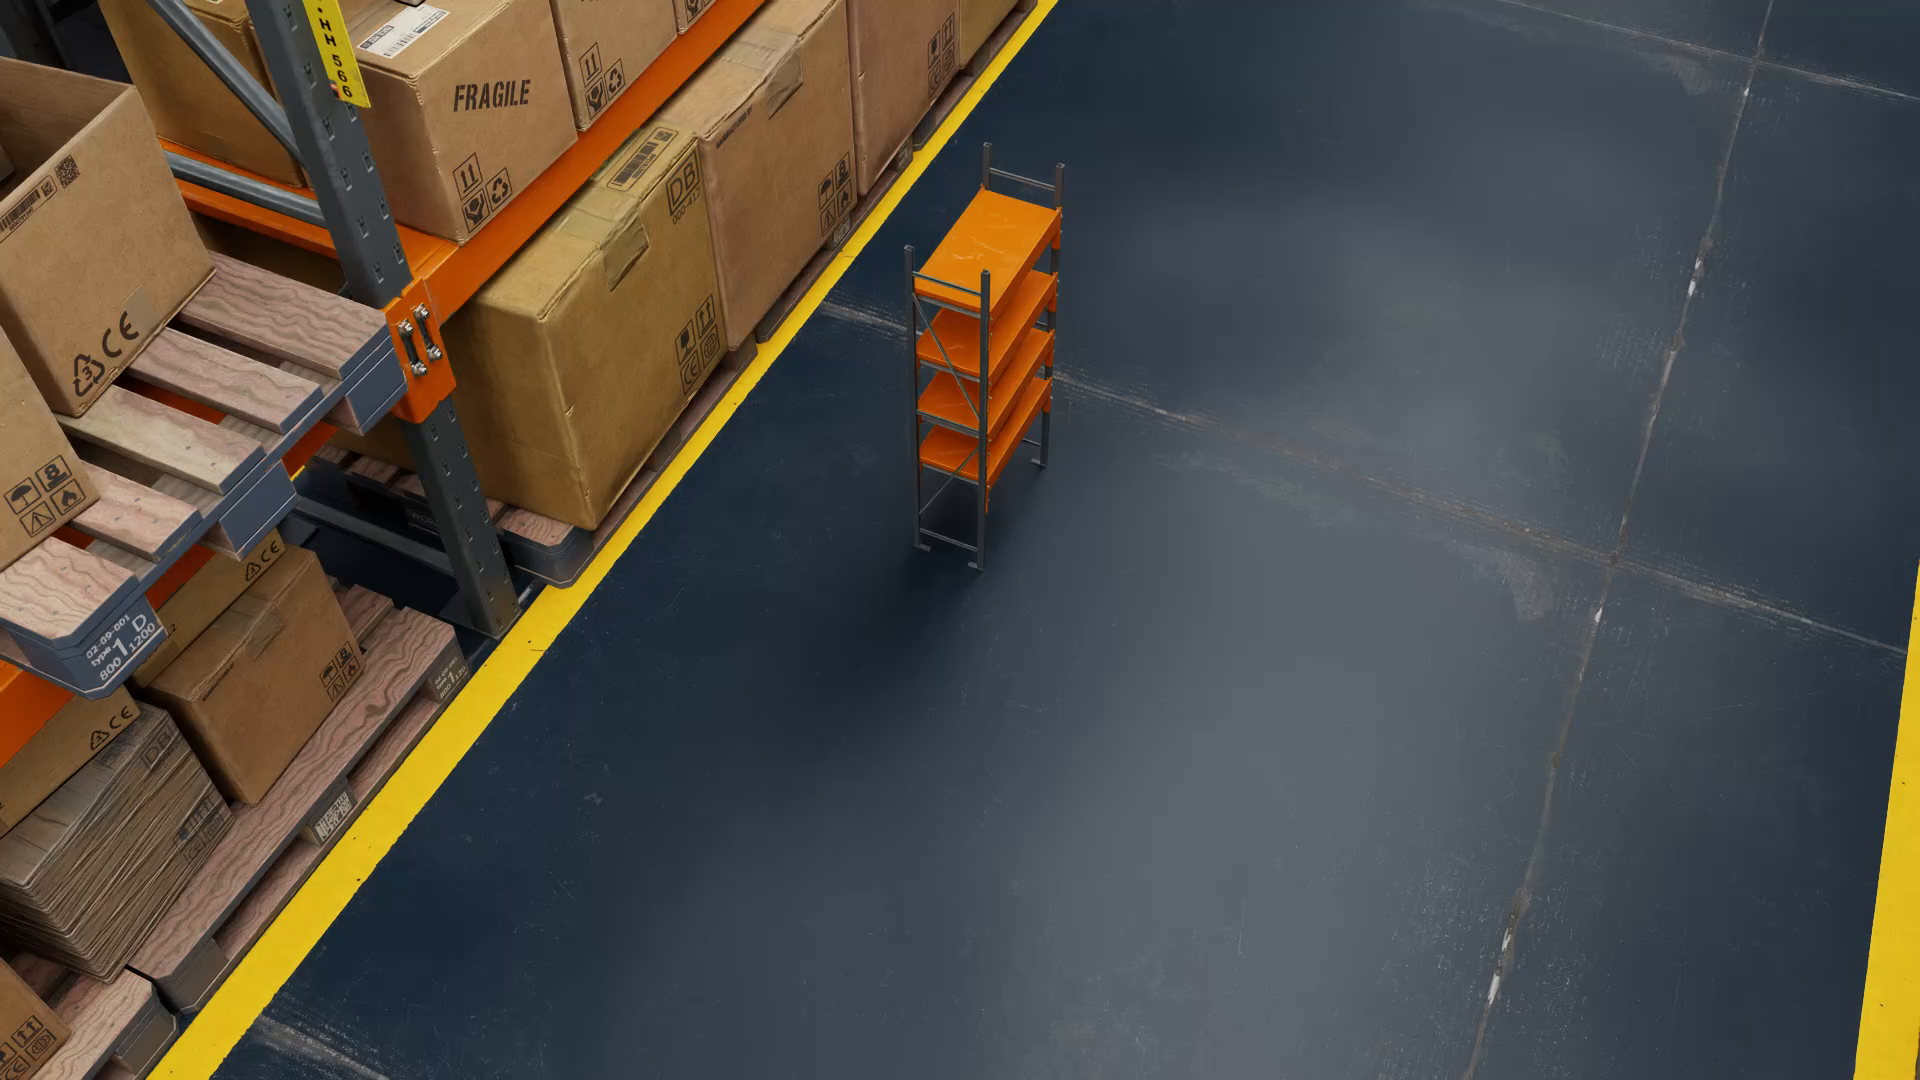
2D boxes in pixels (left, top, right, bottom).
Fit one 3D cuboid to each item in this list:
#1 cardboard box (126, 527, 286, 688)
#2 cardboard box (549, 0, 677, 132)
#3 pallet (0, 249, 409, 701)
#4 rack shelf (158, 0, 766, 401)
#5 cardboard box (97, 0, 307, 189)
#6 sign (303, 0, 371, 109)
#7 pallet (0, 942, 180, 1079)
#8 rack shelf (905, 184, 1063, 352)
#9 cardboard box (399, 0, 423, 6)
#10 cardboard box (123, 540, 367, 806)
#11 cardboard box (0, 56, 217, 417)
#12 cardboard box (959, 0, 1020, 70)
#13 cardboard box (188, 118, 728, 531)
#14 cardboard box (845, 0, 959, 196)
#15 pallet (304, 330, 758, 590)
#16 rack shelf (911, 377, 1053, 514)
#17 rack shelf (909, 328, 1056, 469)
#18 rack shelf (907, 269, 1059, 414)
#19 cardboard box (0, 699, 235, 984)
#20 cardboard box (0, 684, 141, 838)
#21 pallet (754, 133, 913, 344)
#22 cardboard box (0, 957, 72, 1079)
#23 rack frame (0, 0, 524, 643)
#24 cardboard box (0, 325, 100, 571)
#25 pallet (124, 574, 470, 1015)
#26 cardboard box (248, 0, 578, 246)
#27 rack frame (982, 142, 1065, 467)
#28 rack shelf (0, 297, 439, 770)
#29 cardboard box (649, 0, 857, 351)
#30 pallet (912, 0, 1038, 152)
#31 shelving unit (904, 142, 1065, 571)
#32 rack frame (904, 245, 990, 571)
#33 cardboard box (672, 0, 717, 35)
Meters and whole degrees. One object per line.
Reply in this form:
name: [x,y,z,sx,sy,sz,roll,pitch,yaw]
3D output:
cardboard box: [-2.066,0.026,4.119,0.500,0.250,0.500,22,53,18]
cardboard box: [-1.135,-1.505,4.495,0.500,0.500,0.500,19,52,15]
pallet: [-2.015,-0.283,3.647,1.213,0.211,1.003,20,52,16]
rack shelf: [-0.953,-2.014,5.467,1.077,0.370,4.000,20,52,16]
cardboard box: [-1.820,-1.323,4.340,0.500,0.500,0.500,21,53,17]
sign: [-1.313,-1.050,3.465,0.100,0.325,0.005,20,52,16]
pallet: [-2.665,1.408,3.913,1.003,0.211,1.213,20,52,16]
rack shelf: [0.071,-0.757,4.591,0.258,0.148,0.480,20,52,16]
cardboard box: [-1.480,-1.726,4.025,0.797,0.503,0.637,21,53,17]
cardboard box: [-2.075,0.265,4.407,0.700,0.500,0.500,17,52,14]
cardboard box: [-2.002,-0.654,3.495,0.500,0.500,0.500,14,51,12]
cardboard box: [-0.354,-2.625,6.633,1.225,0.875,0.875,20,52,16]
cardboard box: [-1.494,-0.786,5.069,1.225,0.875,0.875,18,52,14]
cardboard box: [-0.735,-2.009,6.109,1.225,0.875,0.875,18,52,15]
pallet: [-1.402,-0.485,5.524,1.003,0.211,1.213,20,52,16]
rack shelf: [0.071,-0.331,5.092,0.258,0.148,0.480,20,52,16]
rack shelf: [0.071,-0.459,4.941,0.258,0.148,0.480,20,52,16]
rack shelf: [0.071,-0.604,4.771,0.258,0.148,0.480,20,52,16]
cardboard box: [-2.301,0.651,4.079,0.700,0.500,0.500,16,51,13]
cardboard box: [-2.284,0.394,3.805,0.500,0.250,0.500,25,54,20]
pallet: [-0.880,-1.322,6.236,1.003,0.211,1.213,20,52,16]
cardboard box: [-2.537,1.044,3.745,0.700,0.500,0.500,24,54,19]
rack frame: [-1.807,-0.870,4.021,1.000,3.000,0.127,20,52,16]
cardboard box: [-2.150,-0.237,3.141,0.700,0.500,0.500,27,55,21]
pallet: [-2.142,0.571,4.625,1.003,0.211,1.213,20,52,16]
cardboard box: [-1.354,-1.149,4.192,0.500,0.500,0.500,21,53,17]
rack frame: [0.175,-0.671,5.033,0.240,1.200,0.015,20,52,16]
rack shelf: [-2.662,0.740,3.123,1.077,0.370,4.000,20,52,16]
cardboard box: [-1.106,-1.397,5.589,1.225,0.875,0.875,20,52,16]
pallet: [-0.360,-2.165,6.954,1.003,0.211,1.213,20,52,16]
shelving unit: [0.071,-0.503,4.890,0.258,1.200,0.503,20,52,16]
rack frame: [-0.034,-0.335,4.747,0.240,1.200,0.015,20,52,16]
cardboard box: [-0.920,-1.858,4.796,0.500,0.500,0.500,19,52,15]
